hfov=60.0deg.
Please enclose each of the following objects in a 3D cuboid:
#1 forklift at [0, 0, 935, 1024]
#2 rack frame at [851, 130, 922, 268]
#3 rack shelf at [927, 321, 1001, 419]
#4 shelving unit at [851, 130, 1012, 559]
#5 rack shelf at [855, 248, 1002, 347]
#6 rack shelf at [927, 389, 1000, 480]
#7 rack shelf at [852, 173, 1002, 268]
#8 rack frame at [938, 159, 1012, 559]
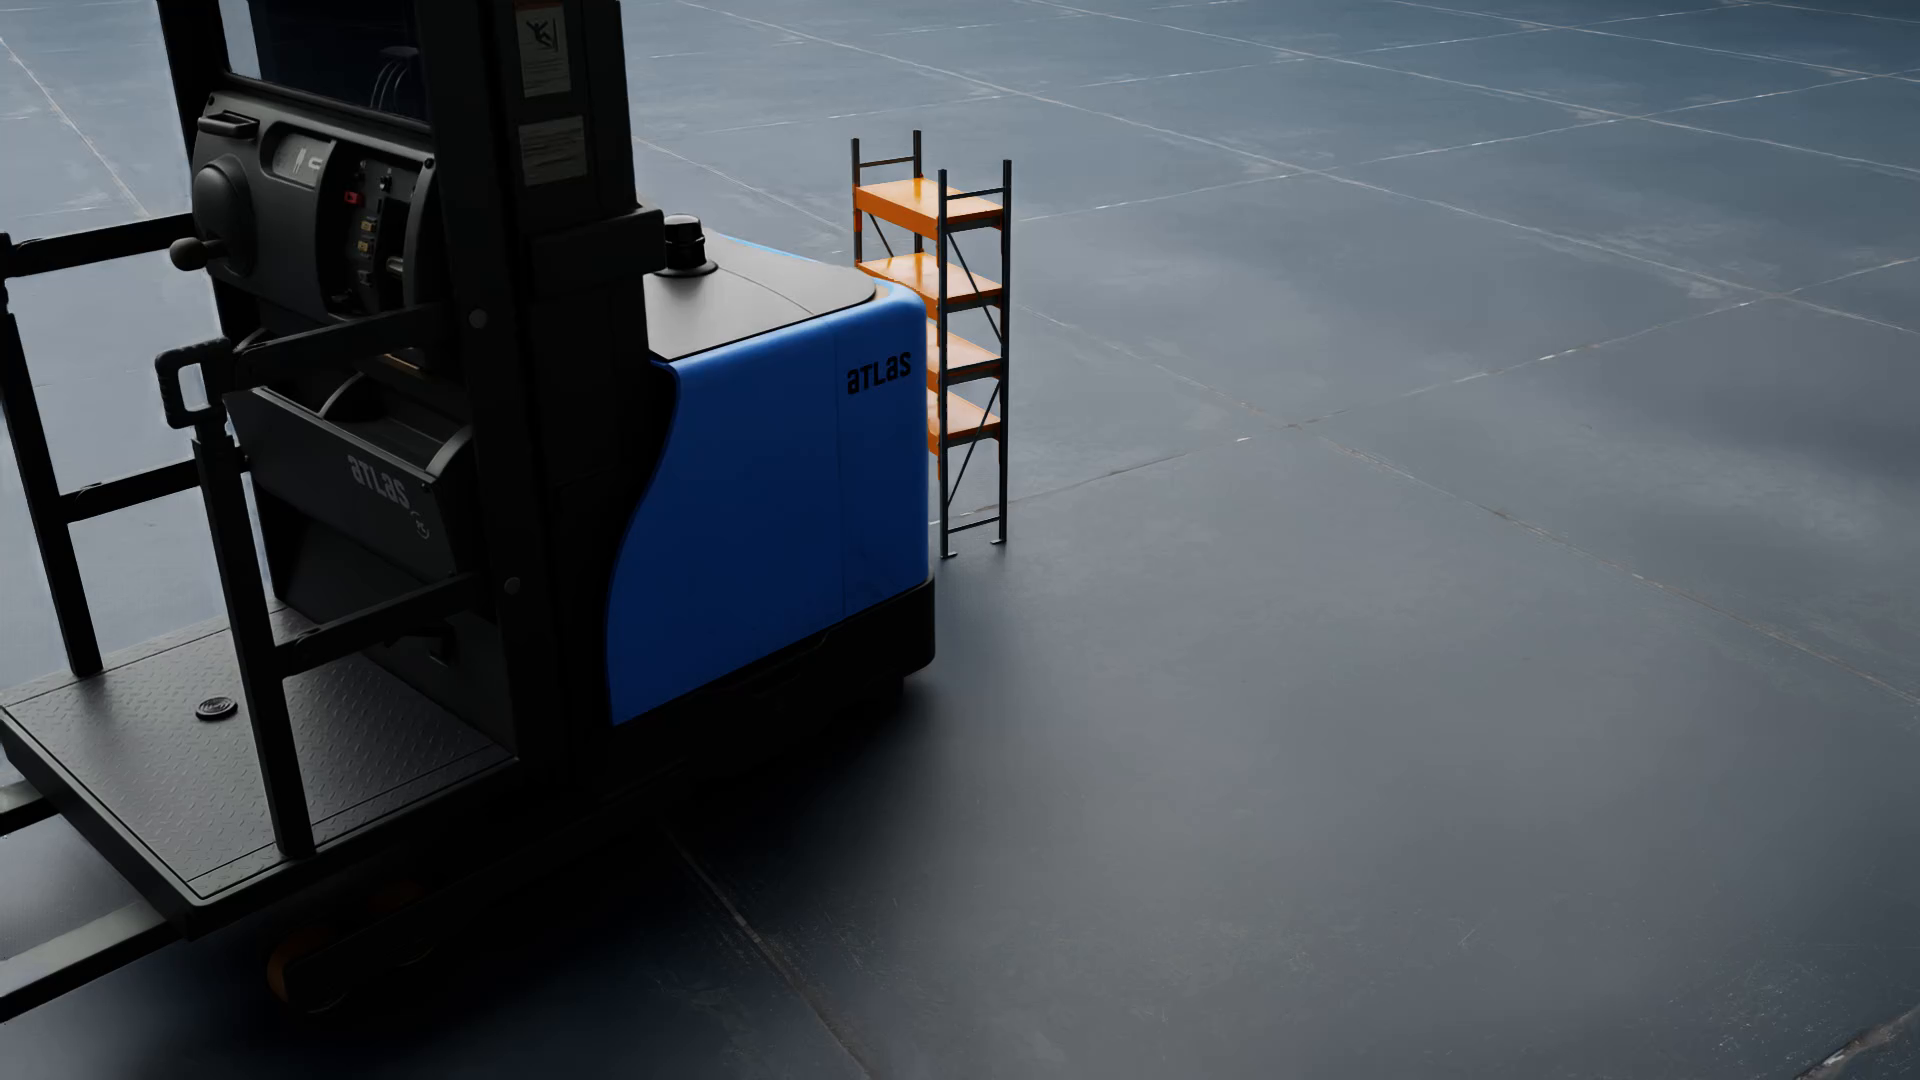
[{"bbox_3d":[-1.442,-0.642,3.176,1.130,2.935,3.031,22,33,38],"label":"forklift"},{"bbox_3d":[-0.224,-0.689,5.304,0.240,1.200,0.015,-16,29,-30],"label":"rack frame"},{"bbox_3d":[-0.090,-0.541,5.148,0.258,0.148,0.480,-16,29,-30],"label":"rack shelf"},{"bbox_3d":[-0.090,-0.602,5.119,0.258,1.200,0.503,-16,29,-30],"label":"shelving unit"},{"bbox_3d":[-0.090,-0.743,5.053,0.258,0.148,0.480,-16,29,-30],"label":"rack shelf"},{"bbox_3d":[-0.090,-0.361,5.233,0.258,0.148,0.480,-16,29,-30],"label":"rack shelf"},{"bbox_3d":[-0.090,-0.957,4.952,0.258,0.148,0.480,-16,29,-30],"label":"rack shelf"},{"bbox_3d":[0.043,-0.515,4.934,0.240,1.200,0.015,-16,29,-30],"label":"rack frame"}]
